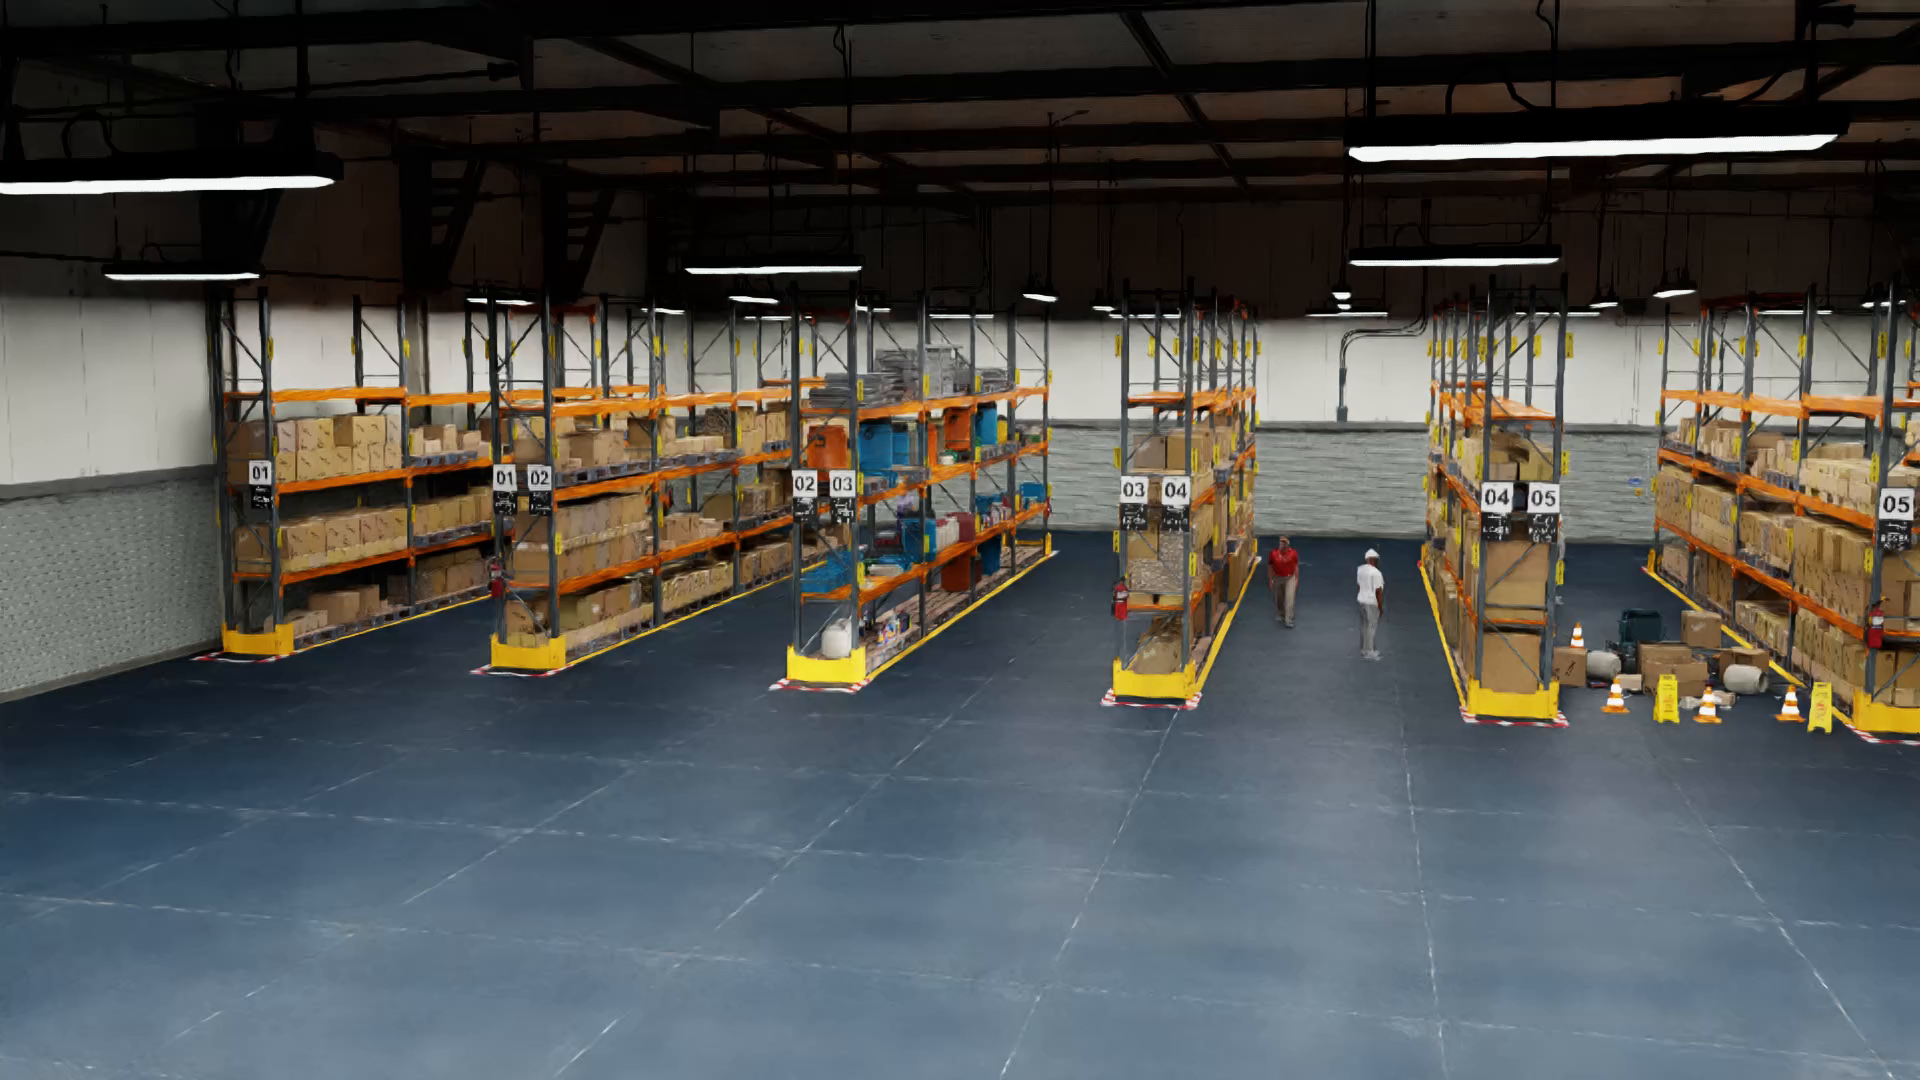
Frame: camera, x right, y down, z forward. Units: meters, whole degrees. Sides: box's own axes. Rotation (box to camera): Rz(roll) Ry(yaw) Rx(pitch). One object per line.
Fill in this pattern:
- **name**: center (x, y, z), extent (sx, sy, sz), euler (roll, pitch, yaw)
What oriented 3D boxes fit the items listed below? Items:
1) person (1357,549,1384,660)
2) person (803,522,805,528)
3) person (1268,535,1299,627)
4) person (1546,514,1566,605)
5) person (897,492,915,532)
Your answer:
- **person**: center (6.679, 1.021, 26.910), extent (0.447, 1.771, 0.632), euler (-2, 7, -18)
- **person**: center (-4.307, -0.922, 44.780), extent (0.467, 1.586, 0.505), euler (-3, 7, -24)
- **person**: center (5.844, 0.715, 30.103), extent (0.542, 1.645, 1.126), euler (2, 7, 15)
- **person**: center (11.729, 0.356, 32.690), extent (0.463, 1.774, 0.598), euler (-1, 7, -7)
- **person**: center (-1.359, -0.591, 41.802), extent (0.493, 1.589, 1.000), euler (1, 7, 12)
